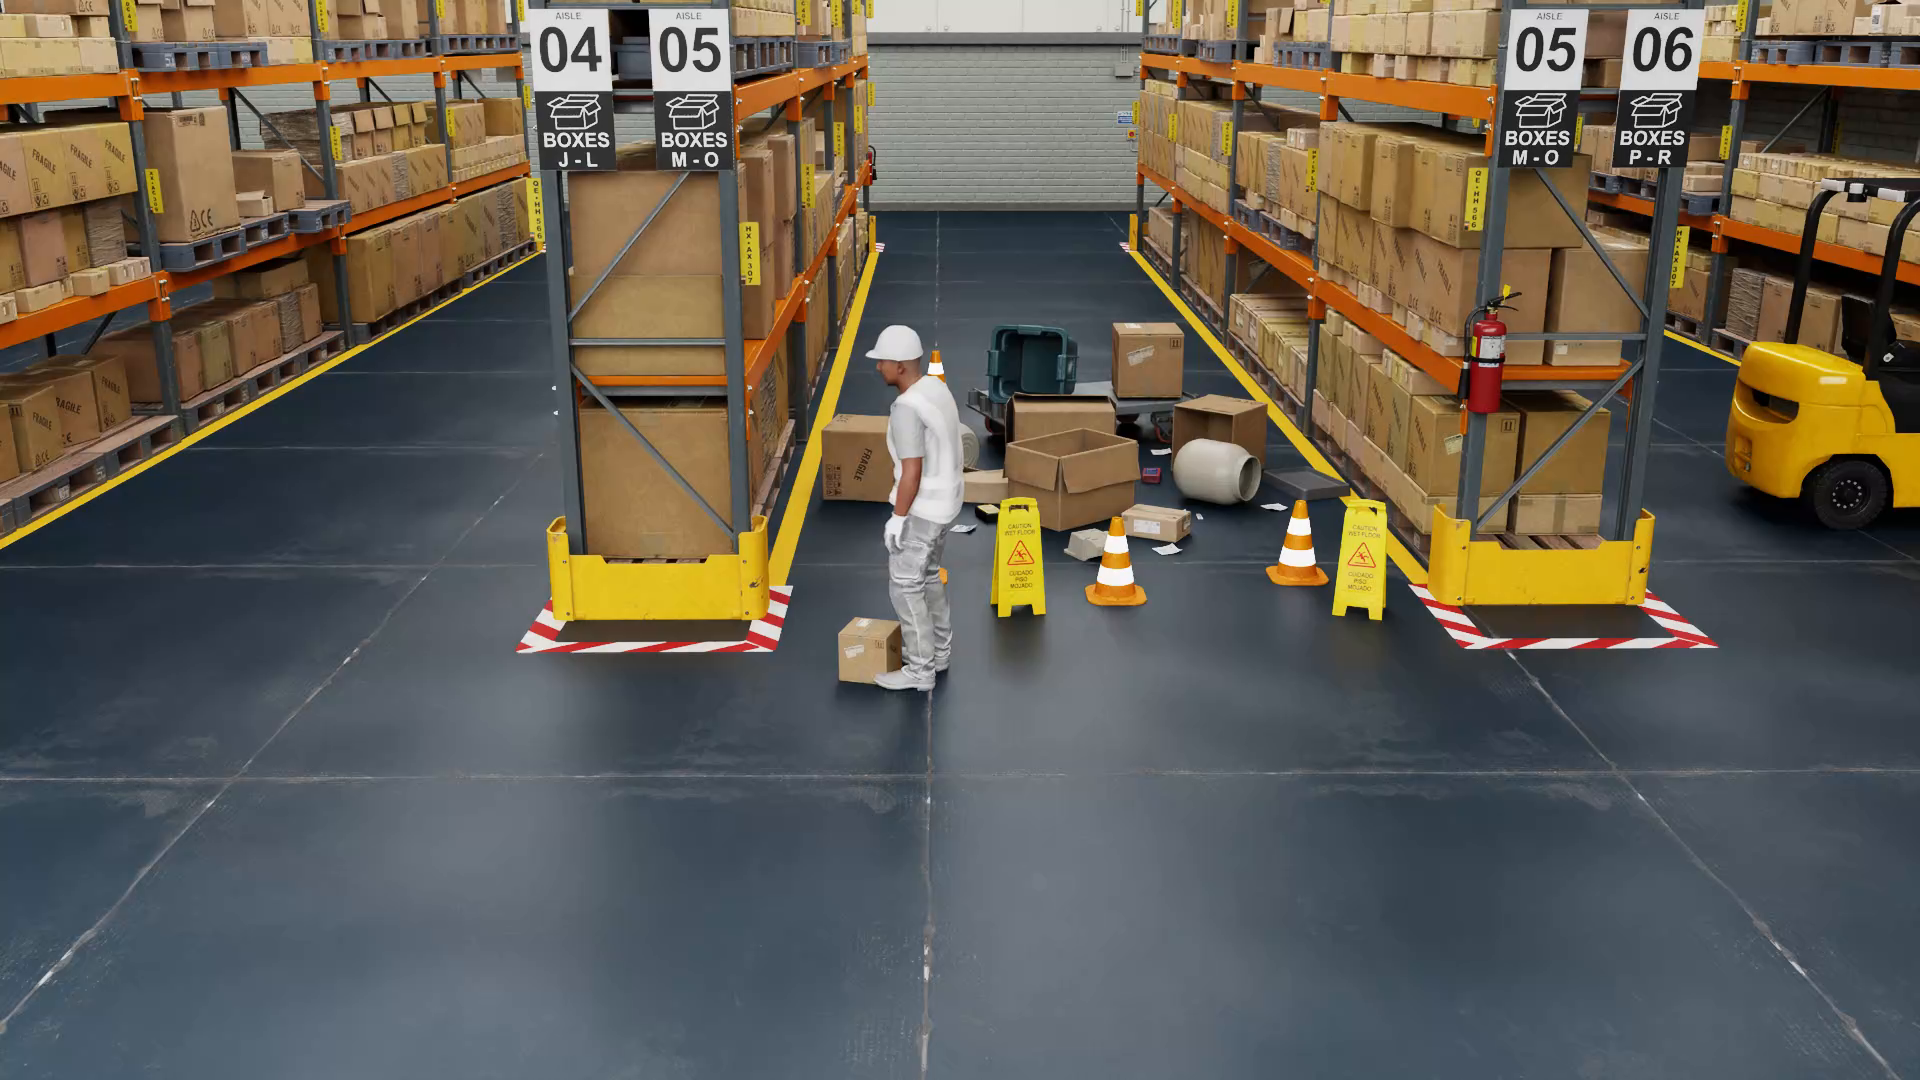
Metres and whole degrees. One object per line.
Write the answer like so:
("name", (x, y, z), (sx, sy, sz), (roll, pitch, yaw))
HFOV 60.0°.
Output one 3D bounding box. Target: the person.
("person", (-0.216, -0.157, 8.042), (0.448, 1.773, 0.620), (4, 17, 14))
